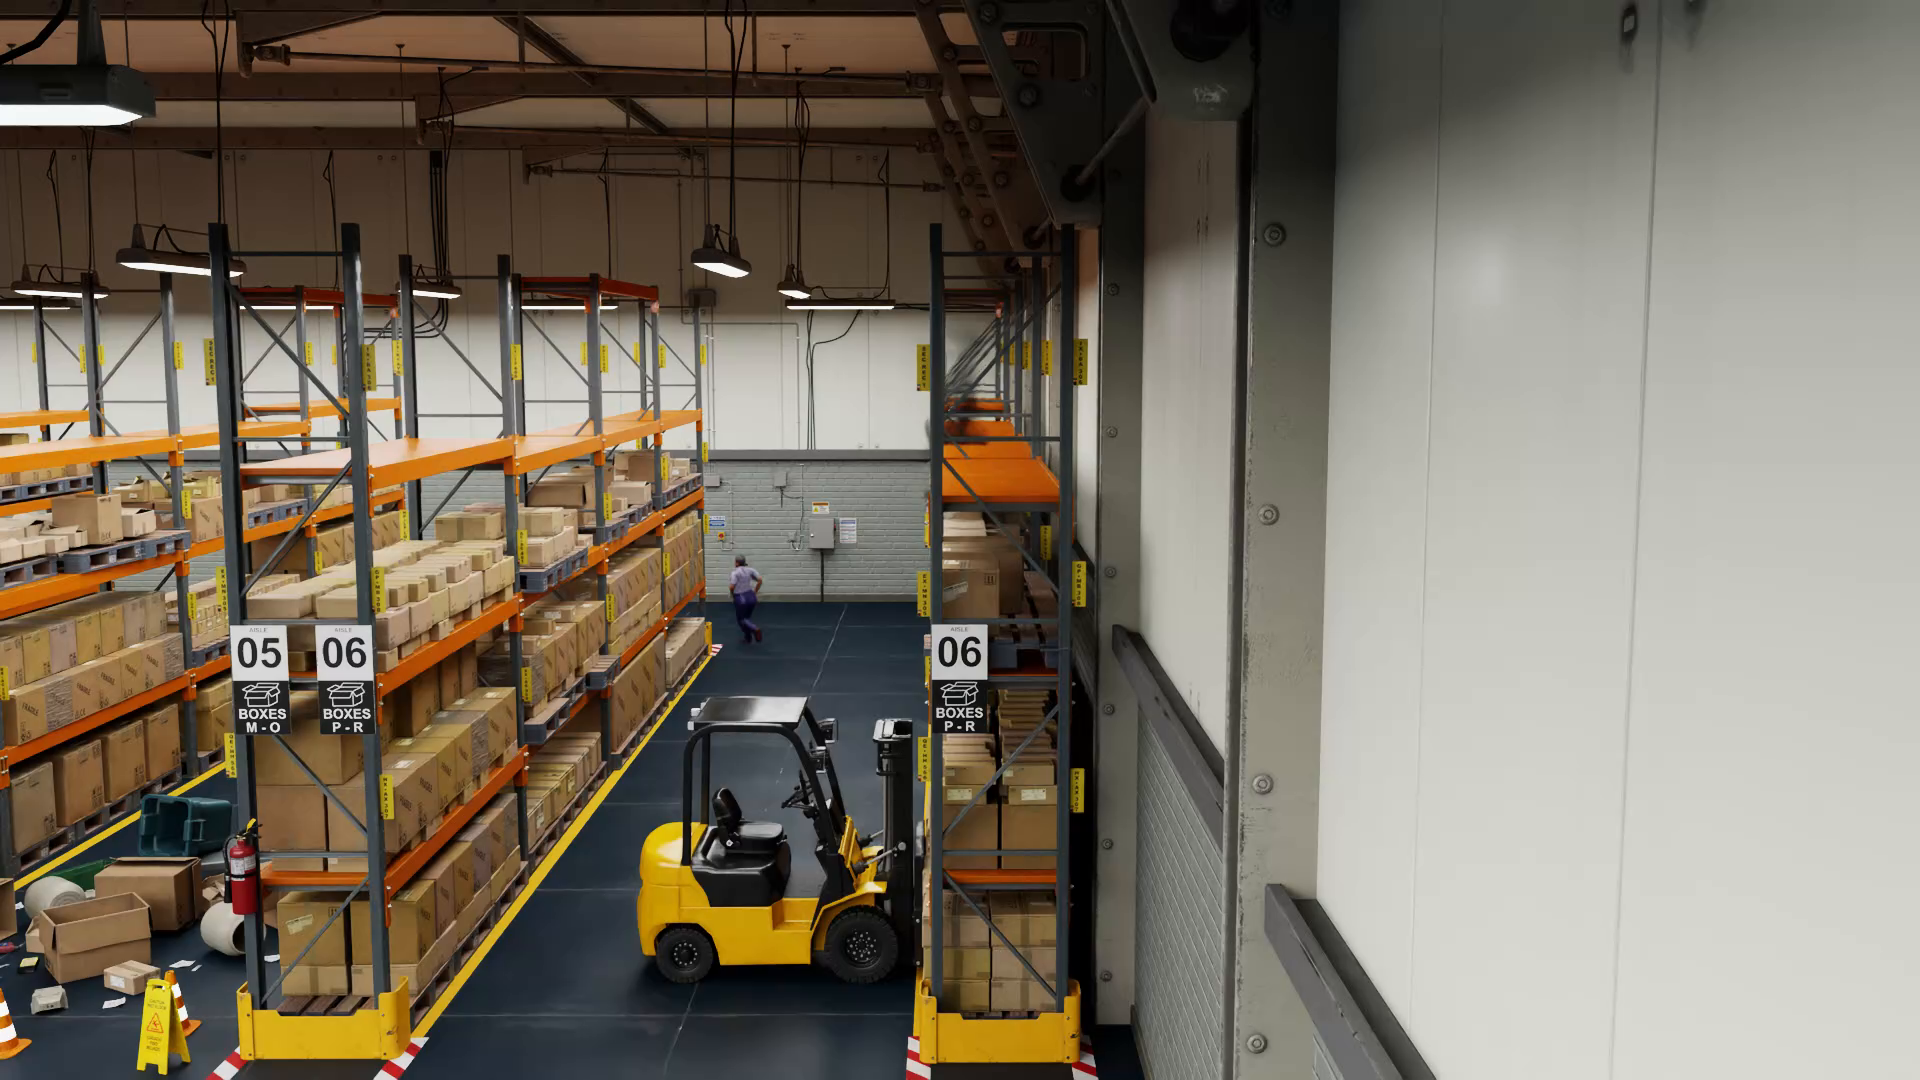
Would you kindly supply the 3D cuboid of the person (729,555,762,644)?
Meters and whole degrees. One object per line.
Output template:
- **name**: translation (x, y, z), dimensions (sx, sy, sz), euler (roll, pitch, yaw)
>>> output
- **person**: translation (-3.707, 1.042, 28.583), dimensions (0.648, 1.595, 0.751), euler (-6, 9, -43)
